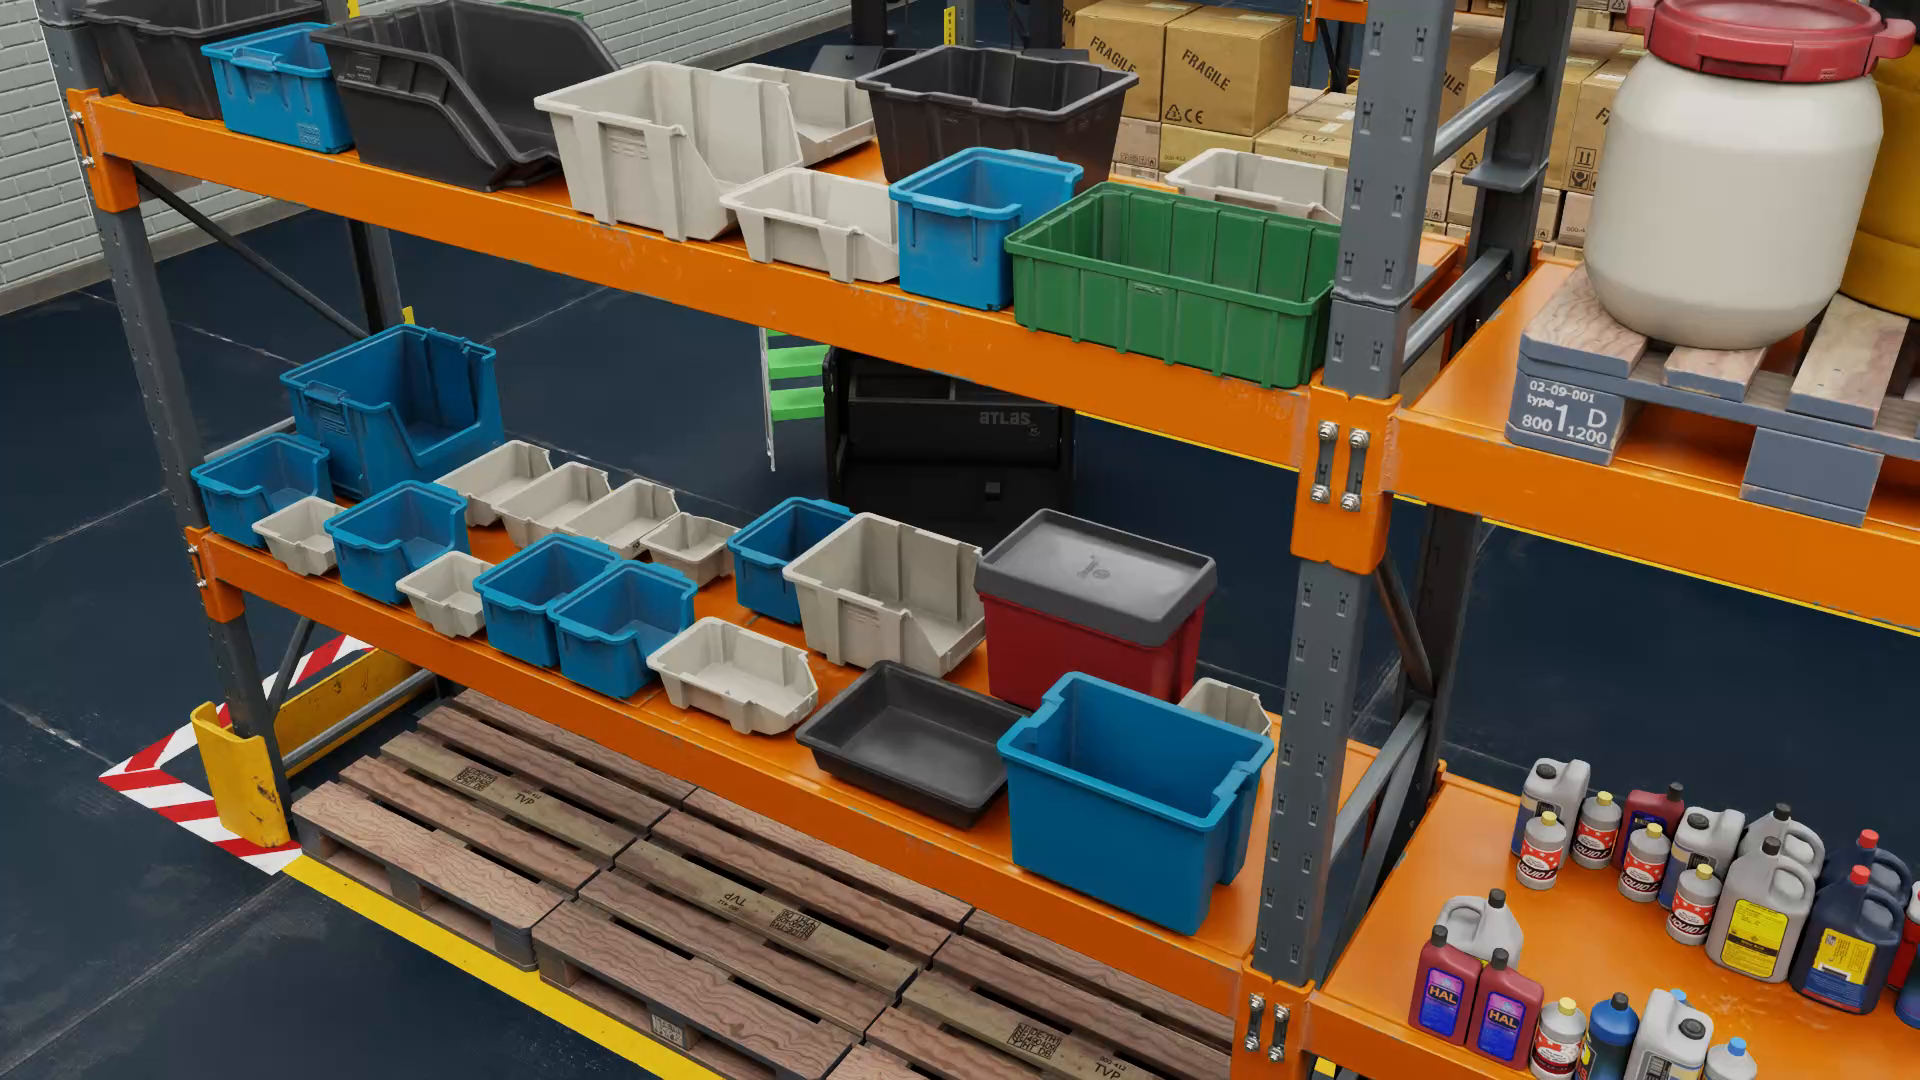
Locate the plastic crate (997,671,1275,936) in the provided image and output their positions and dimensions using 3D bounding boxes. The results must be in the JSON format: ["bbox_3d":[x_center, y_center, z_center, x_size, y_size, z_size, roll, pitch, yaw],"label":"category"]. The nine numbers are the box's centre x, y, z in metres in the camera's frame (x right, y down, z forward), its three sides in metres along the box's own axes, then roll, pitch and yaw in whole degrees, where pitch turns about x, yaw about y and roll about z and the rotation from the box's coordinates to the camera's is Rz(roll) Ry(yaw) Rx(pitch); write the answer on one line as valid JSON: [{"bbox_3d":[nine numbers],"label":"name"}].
[{"bbox_3d":[0.423,0.657,4.103,0.575,0.384,0.392,18,35,27],"label":"plastic crate"}]

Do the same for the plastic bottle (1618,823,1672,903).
[{"bbox_3d":[1.699,0.790,4.116,0.097,0.201,0.097,0,30,0],"label":"plastic bottle"}]

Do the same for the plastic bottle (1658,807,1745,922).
[{"bbox_3d":[1.815,0.775,4.068,0.135,0.276,0.152,18,35,27],"label":"plastic bottle"}]

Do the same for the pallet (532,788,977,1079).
[{"bbox_3d":[-0.681,1.353,5.721,1.213,0.211,1.003,18,35,27],"label":"pallet"}]

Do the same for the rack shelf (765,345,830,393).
[{"bbox_3d":[-0.781,-0.913,8.752,0.480,0.148,0.258,-6,31,-10],"label":"rack shelf"}]

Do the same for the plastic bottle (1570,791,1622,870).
[{"bbox_3d":[1.618,0.728,4.222,0.097,0.201,0.097,0,30,0],"label":"plastic bottle"}]

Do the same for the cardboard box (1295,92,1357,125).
[{"bbox_3d":[2.100,-2.167,8.841,0.500,0.250,0.500,18,35,27],"label":"cardboard box"}]

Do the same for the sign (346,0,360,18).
[{"bbox_3d":[-2.109,-1.905,5.667,0.005,0.325,0.100,18,35,27],"label":"sign"}]

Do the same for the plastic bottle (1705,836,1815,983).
[{"bbox_3d":[1.876,0.845,3.874,0.185,0.351,0.144,18,35,27],"label":"plastic bottle"}]

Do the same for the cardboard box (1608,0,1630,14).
[{"bbox_3d":[4.936,-4.002,11.739,0.500,0.500,0.500,17,34,27],"label":"cardboard box"}]

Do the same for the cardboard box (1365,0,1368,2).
[{"bbox_3d":[3.305,-4.234,12.780,0.250,0.149,0.380,19,35,29],"label":"cardboard box"}]

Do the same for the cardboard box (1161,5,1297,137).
[{"bbox_3d":[1.374,-2.403,8.503,0.500,0.500,0.500,17,34,26],"label":"cardboard box"}]

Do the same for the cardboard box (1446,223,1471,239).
[{"bbox_3d":[2.547,-1.498,8.091,0.250,0.149,0.380,18,35,28],"label":"cardboard box"}]

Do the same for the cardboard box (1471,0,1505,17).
[{"bbox_3d":[4.014,-4.045,12.456,0.250,0.149,0.380,17,34,27],"label":"cardboard box"}]

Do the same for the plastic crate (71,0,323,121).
[{"bbox_3d":[-2.210,-1.433,4.883,0.590,0.269,0.497,18,35,27],"label":"plastic crate"}]

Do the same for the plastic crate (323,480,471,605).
[{"bbox_3d":[-1.796,0.013,5.357,0.300,0.233,0.416,18,35,27],"label":"plastic crate"}]

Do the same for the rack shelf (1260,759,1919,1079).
[{"bbox_3d":[2.694,1.502,3.412,4.000,0.370,1.077,18,35,27],"label":"rack shelf"}]

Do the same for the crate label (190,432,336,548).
[{"bbox_3d":[-2.354,-0.163,5.659,0.303,0.233,0.416,18,35,27],"label":"crate label"}]

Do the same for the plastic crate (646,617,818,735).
[{"bbox_3d":[-0.635,0.405,4.780,0.466,0.136,0.293,18,35,27],"label":"plastic crate"}]

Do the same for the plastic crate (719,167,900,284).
[{"bbox_3d":[-0.280,-0.704,3.766,0.466,0.136,0.293,18,35,27],"label":"plastic crate"}]

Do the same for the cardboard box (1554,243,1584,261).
[{"bbox_3d":[2.982,-1.361,7.855,0.250,0.149,0.380,18,35,28],"label":"cardboard box"}]

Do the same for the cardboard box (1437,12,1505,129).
[{"bbox_3d":[2.507,-2.356,8.421,0.500,0.500,0.500,16,34,26],"label":"cardboard box"}]

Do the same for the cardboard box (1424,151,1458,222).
[{"bbox_3d":[2.248,-1.802,8.217,0.500,0.250,0.500,18,35,28],"label":"cardboard box"}]

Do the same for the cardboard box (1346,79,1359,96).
[{"bbox_3d":[3.231,-3.541,13.165,0.250,0.149,0.380,16,34,25],"label":"cardboard box"}]

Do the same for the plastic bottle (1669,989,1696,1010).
[{"bbox_3d":[1.550,1.068,3.640,0.097,0.201,0.097,0,30,0],"label":"plastic bottle"}]

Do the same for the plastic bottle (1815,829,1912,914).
[{"bbox_3d":[2.109,0.833,3.894,0.185,0.351,0.144,18,35,27],"label":"plastic bottle"}]

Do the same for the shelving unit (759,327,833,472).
[{"bbox_3d":[-0.781,-0.968,8.719,0.503,1.200,0.258,-6,31,-10],"label":"shelving unit"}]

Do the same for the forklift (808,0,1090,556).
[{"bbox_3d":[-0.037,-0.952,6.973,1.130,2.935,3.031,2,30,3],"label":"forklift"}]

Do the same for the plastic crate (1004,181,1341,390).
[{"bbox_3d":[0.480,-0.533,3.420,0.662,0.188,0.450,18,35,27],"label":"plastic crate"}]

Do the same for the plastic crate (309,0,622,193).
[{"bbox_3d":[-1.240,-1.158,4.343,0.767,0.338,0.504,18,35,27],"label":"plastic crate"}]

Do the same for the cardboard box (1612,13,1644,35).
[{"bbox_3d":[4.880,-3.766,11.979,0.250,0.149,0.380,17,34,27],"label":"cardboard box"}]

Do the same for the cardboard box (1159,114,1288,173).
[{"bbox_3d":[1.376,-2.077,8.687,0.500,0.250,0.500,16,34,26],"label":"cardboard box"}]

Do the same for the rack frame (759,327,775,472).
[{"bbox_3d":[-1.020,-0.943,8.676,0.015,1.200,0.240,-6,31,-10],"label":"rack frame"}]

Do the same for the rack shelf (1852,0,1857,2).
[{"bbox_3d":[5.327,-1.907,6.280,4.000,0.370,1.077,18,35,27],"label":"rack shelf"}]

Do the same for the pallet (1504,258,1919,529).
[{"bbox_3d":[1.716,-0.390,3.153,1.003,0.211,1.213,18,35,27],"label":"pallet"}]

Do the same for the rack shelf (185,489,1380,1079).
[{"bbox_3d":[-0.694,0.431,5.249,4.000,0.370,1.077,18,35,27],"label":"rack shelf"}]

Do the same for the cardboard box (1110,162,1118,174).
[{"bbox_3d":[0.805,-2.049,9.035,0.250,0.149,0.380,17,34,26],"label":"cardboard box"}]

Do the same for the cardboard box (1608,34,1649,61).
[{"bbox_3d":[3.363,-2.083,7.954,0.500,0.500,0.500,18,35,27],"label":"cardboard box"}]

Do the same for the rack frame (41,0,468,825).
[{"bbox_3d":[-2.388,-0.416,5.986,0.127,3.000,1.000,18,35,27],"label":"rack frame"}]

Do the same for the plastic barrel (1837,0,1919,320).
[{"bbox_3d":[1.881,-0.745,2.970,0.600,0.588,0.600,0,30,0],"label":"plastic barrel"}]

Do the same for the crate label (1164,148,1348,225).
[{"bbox_3d":[0.739,-0.781,3.896,0.466,0.136,0.293,18,35,27],"label":"crate label"}]

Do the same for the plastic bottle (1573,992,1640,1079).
[{"bbox_3d":[1.387,1.076,3.556,0.097,0.271,0.097,0,30,0],"label":"plastic bottle"}]

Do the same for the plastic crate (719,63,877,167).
[{"bbox_3d":[-0.506,-1.150,4.529,0.530,0.136,0.437,18,35,27],"label":"plastic crate"}]

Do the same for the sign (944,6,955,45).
[{"bbox_3d":[-0.055,-2.703,8.968,0.005,0.325,0.100,18,35,27],"label":"sign"}]

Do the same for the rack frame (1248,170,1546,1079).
[{"bbox_3d":[1.000,0.656,4.149,0.127,3.000,1.000,18,35,27],"label":"rack frame"}]

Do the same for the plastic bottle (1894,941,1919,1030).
[{"bbox_3d":[2.192,0.970,3.738,0.097,0.271,0.097,0,30,0],"label":"plastic bottle"}]

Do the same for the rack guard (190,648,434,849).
[{"bbox_3d":[-2.415,0.663,6.618,0.348,0.500,1.175,18,35,27],"label":"rack guard"}]

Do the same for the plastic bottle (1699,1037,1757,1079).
[{"bbox_3d":[1.583,1.139,3.449,0.097,0.271,0.097,0,30,0],"label":"plastic bottle"}]

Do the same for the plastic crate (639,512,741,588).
[{"bbox_3d":[-0.854,0.033,5.419,0.250,0.136,0.298,18,35,27],"label":"plastic crate"}]

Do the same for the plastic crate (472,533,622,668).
[{"bbox_3d":[-1.239,0.190,5.054,0.300,0.233,0.416,18,35,27],"label":"plastic crate"}]

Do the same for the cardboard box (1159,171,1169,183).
[{"bbox_3d":[1.242,-1.911,8.798,0.250,0.149,0.380,17,34,26],"label":"cardboard box"}]

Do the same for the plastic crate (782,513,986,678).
[{"bbox_3d":[-0.196,0.193,5.000,0.530,0.282,0.437,18,35,27],"label":"plastic crate"}]

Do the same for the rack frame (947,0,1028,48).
[{"bbox_3d":[0.245,-2.530,9.610,0.127,3.000,1.000,18,35,27],"label":"rack frame"}]

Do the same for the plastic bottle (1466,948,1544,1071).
[{"bbox_3d":[1.197,1.022,3.637,0.133,0.283,0.061,18,35,27],"label":"plastic bottle"}]

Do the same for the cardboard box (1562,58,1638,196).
[{"bbox_3d":[3.102,-1.855,7.562,0.500,0.500,0.500,19,35,29],"label":"cardboard box"}]

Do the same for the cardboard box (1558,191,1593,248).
[{"bbox_3d":[3.119,-1.528,7.746,0.500,0.250,0.500,17,34,26],"label":"cardboard box"}]

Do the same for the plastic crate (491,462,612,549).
[{"bbox_3d":[-1.363,-0.103,5.652,0.243,0.136,0.396,18,35,27],"label":"plastic crate"}]
